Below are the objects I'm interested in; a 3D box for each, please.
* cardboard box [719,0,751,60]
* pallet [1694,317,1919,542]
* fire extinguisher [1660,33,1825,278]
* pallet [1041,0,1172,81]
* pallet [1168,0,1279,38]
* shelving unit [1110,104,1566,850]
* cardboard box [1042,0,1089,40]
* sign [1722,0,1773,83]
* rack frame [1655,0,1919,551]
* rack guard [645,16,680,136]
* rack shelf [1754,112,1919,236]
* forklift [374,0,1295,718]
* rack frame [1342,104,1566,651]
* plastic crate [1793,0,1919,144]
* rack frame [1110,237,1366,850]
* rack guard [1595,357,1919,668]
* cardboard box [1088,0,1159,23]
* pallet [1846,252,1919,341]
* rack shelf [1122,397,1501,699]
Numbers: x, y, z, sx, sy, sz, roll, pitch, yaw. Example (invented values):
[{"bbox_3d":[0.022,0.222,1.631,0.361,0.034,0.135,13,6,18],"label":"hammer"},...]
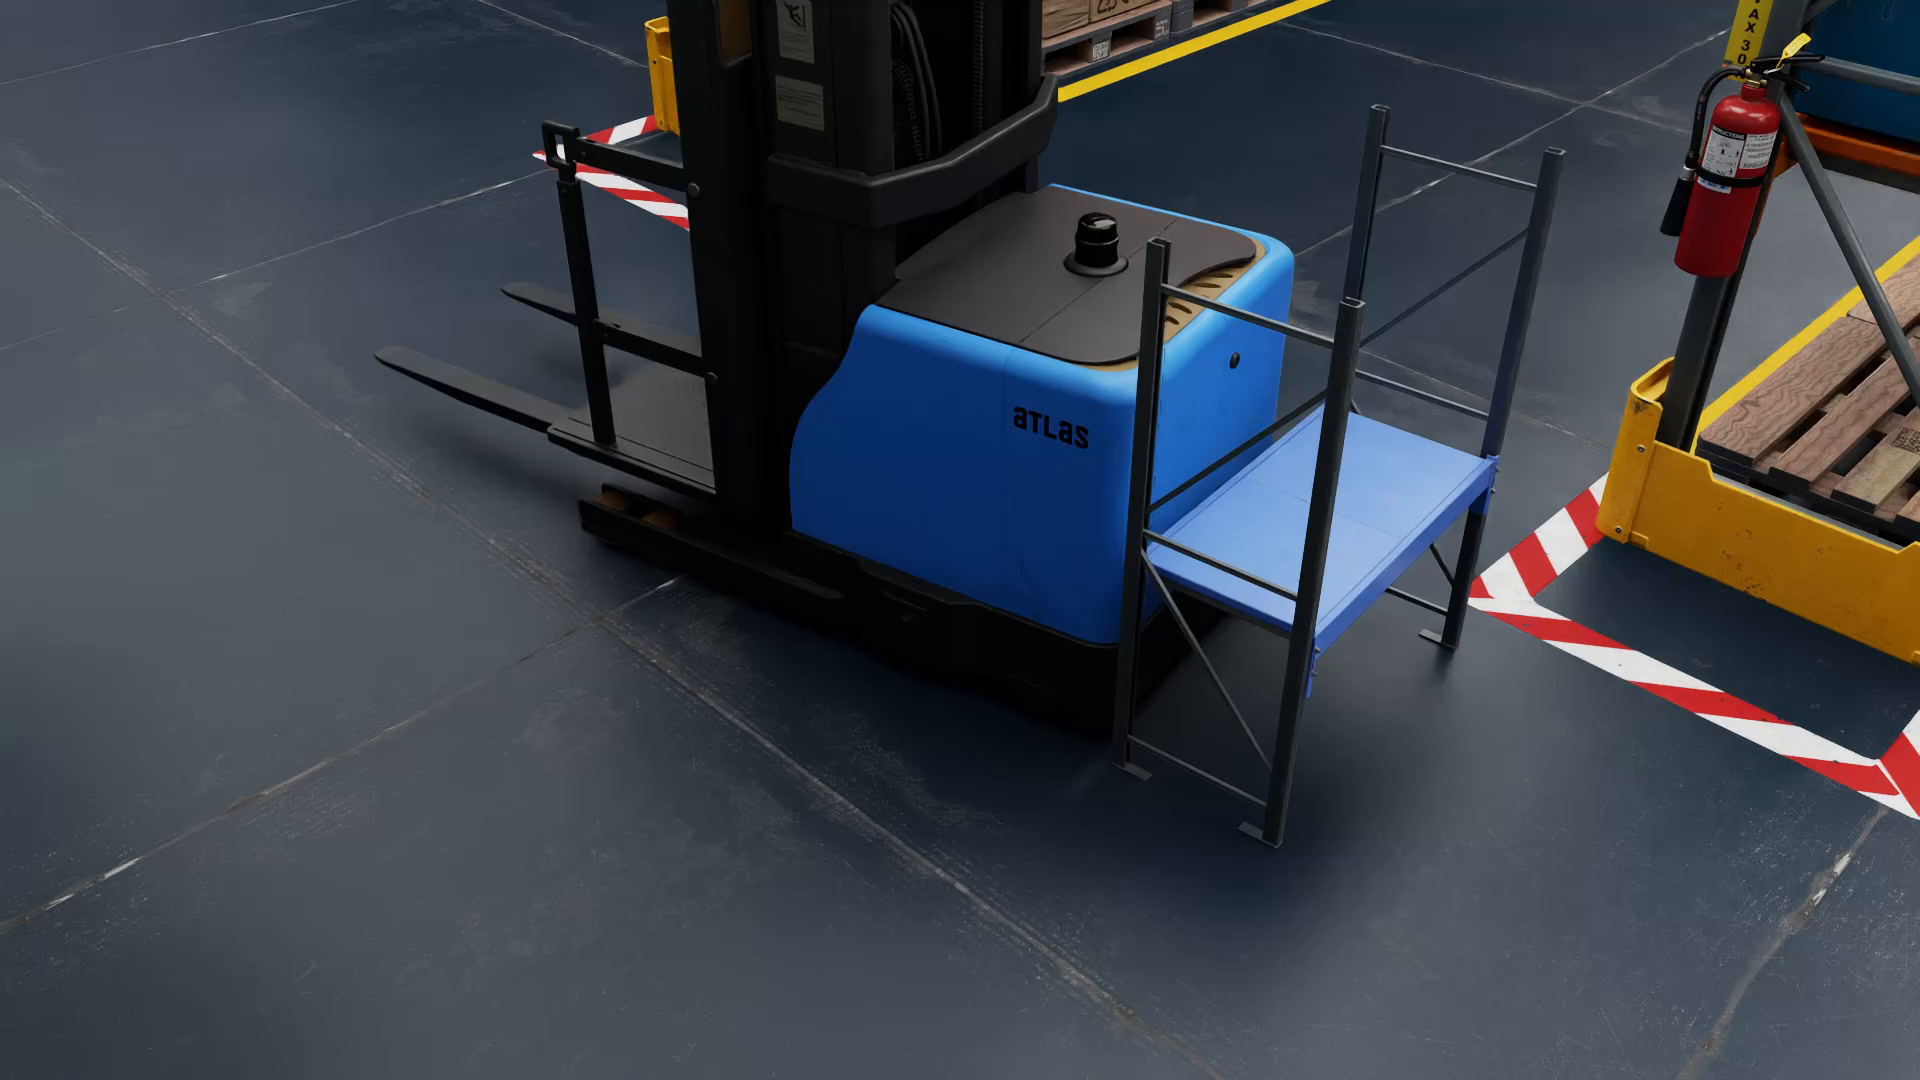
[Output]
[{"bbox_3d":[-0.575,-2.707,7.999,0.875,0.875,0.875,30,45,35],"label":"cardboard box"},{"bbox_3d":[3.154,-0.293,5.486,1.003,0.211,1.213,30,45,35],"label":"pallet"},{"bbox_3d":[2.117,-1.055,4.534,0.296,0.674,0.183,30,45,35],"label":"fire extinguisher"},{"bbox_3d":[0.398,-2.819,9.108,1.003,0.211,1.213,30,45,35],"label":"pallet"},{"bbox_3d":[1.257,-3.317,9.822,1.003,0.211,1.213,30,45,35],"label":"pallet"},{"bbox_3d":[0.920,-0.166,4.176,0.538,1.500,1.048,25,42,31],"label":"shelving unit"},{"bbox_3d":[0.066,-3.076,8.529,0.875,0.875,0.875,30,45,35],"label":"cardboard box"},{"bbox_3d":[2.144,-1.400,4.492,0.100,0.325,0.005,30,45,35],"label":"sign"},{"bbox_3d":[2.545,-1.118,4.231,1.000,3.000,0.127,30,45,35],"label":"rack frame"},{"bbox_3d":[-0.986,-2.079,7.794,1.175,0.500,0.348,30,45,35],"label":"rack guard"},{"bbox_3d":[3.954,-1.635,5.601,1.077,0.370,4.000,30,45,35],"label":"rack shelf"},{"bbox_3d":[-0.587,-1.362,4.641,3.031,2.935,1.130,20,40,26],"label":"forklift"},{"bbox_3d":[1.238,-0.392,4.502,0.500,1.500,0.032,25,42,31],"label":"rack frame"},{"bbox_3d":[2.649,-1.368,4.506,0.616,0.435,0.499,30,45,35],"label":"plastic crate"},{"bbox_3d":[0.602,0.061,3.851,0.500,1.500,0.032,25,42,31],"label":"rack frame"},{"bbox_3d":[2.538,-0.078,4.924,1.175,0.500,0.348,30,45,35],"label":"rack guard"},{"bbox_3d":[0.693,-3.438,9.047,0.875,0.875,0.875,30,45,35],"label":"cardboard box"},{"bbox_3d":[4.013,-0.786,6.193,1.003,0.211,1.213,30,45,35],"label":"pallet"},{"bbox_3d":[0.920,-0.018,4.279,0.538,0.185,1.000,25,42,31],"label":"rack shelf"}]
